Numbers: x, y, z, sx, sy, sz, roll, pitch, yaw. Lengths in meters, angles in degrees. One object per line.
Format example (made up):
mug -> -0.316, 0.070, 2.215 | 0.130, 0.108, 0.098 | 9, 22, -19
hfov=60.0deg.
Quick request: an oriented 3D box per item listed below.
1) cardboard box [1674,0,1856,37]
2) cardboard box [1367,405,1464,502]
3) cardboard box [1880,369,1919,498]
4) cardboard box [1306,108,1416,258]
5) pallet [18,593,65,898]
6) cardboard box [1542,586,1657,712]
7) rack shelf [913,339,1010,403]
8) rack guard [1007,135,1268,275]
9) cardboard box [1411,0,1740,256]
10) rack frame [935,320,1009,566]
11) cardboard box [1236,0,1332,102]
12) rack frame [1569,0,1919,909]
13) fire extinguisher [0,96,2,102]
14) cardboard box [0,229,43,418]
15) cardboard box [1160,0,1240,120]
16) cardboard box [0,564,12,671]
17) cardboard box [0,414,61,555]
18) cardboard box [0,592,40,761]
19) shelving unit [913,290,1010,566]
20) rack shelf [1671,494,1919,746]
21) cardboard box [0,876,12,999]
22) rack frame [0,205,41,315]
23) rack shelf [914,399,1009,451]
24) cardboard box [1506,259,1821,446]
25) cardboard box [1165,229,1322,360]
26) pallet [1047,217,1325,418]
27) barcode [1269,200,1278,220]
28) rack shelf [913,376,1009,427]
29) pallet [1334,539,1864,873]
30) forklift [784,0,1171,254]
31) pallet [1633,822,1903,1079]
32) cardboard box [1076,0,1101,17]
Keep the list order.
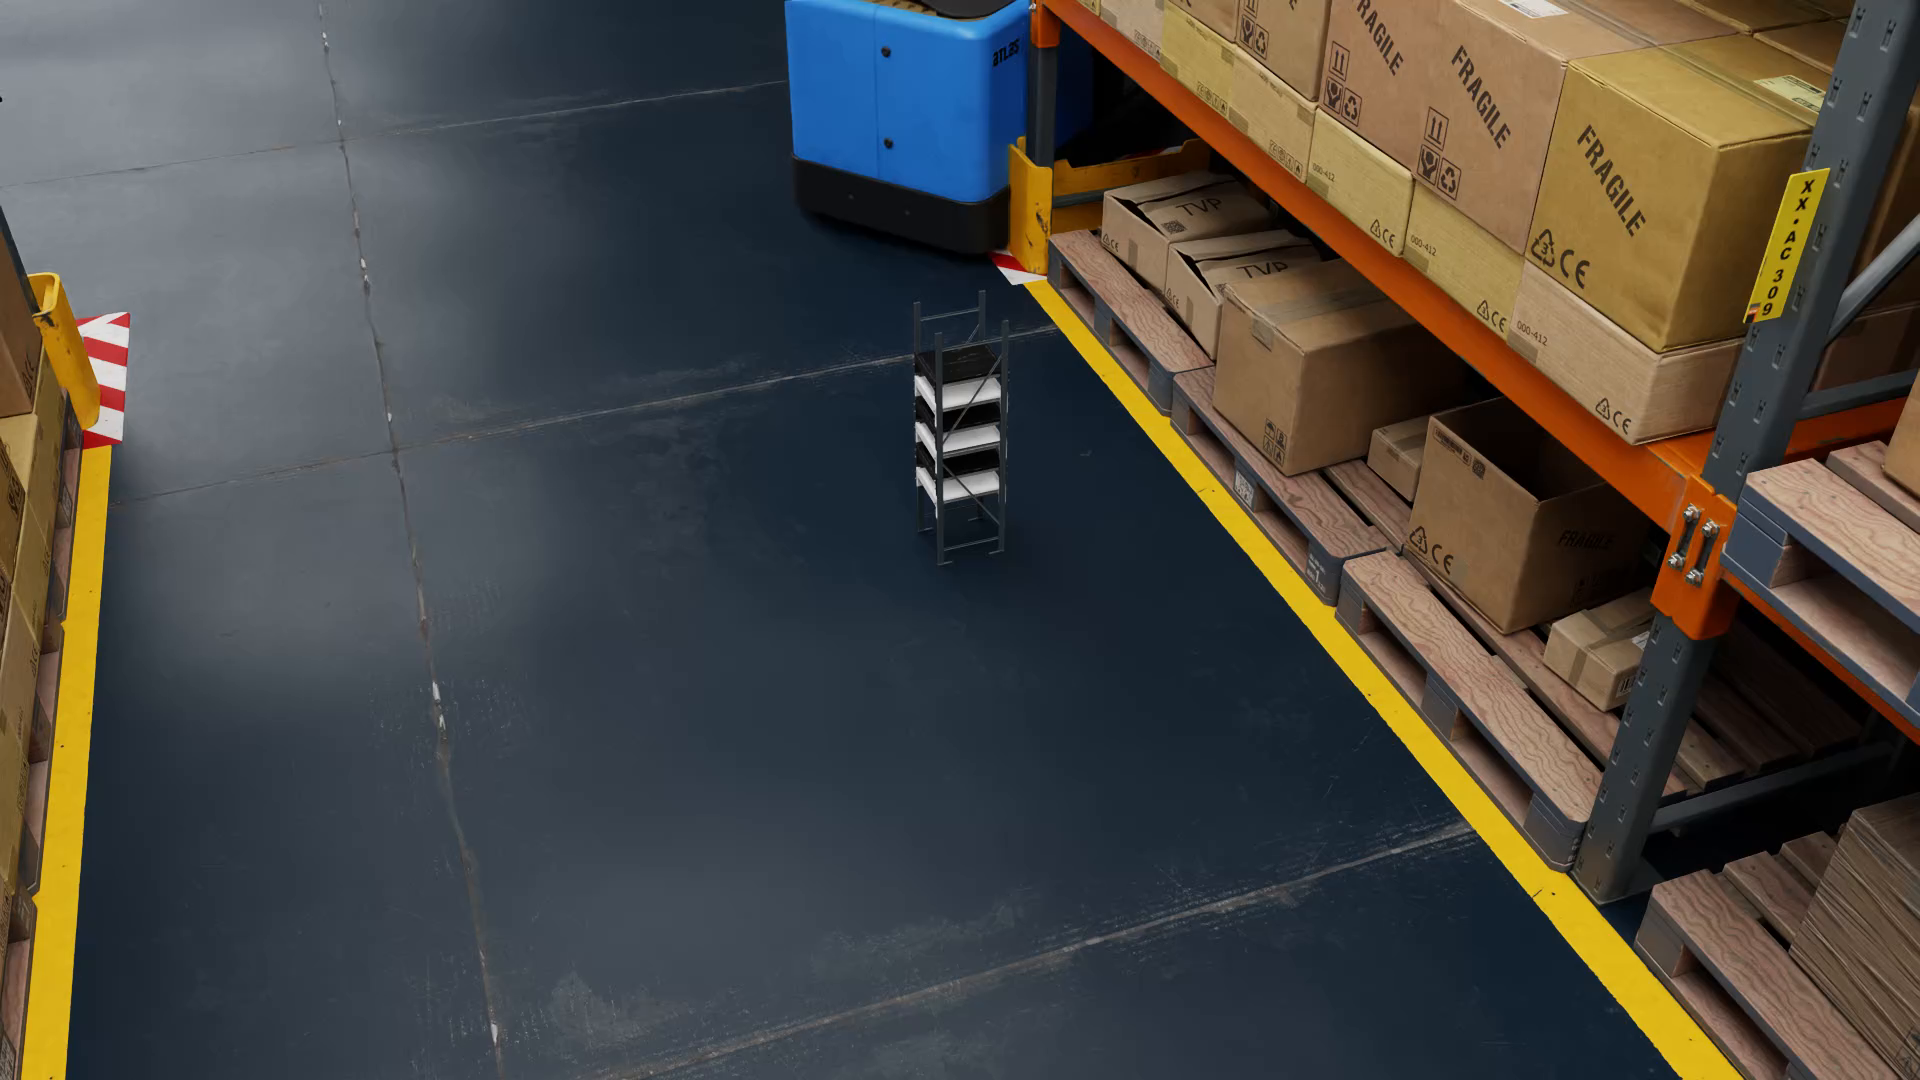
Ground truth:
cardboard box -> 2.012, -1.202, 4.337 | 0.500, 0.500, 0.500 | -13, 39, -16
cardboard box -> 1.620, -0.297, 5.655 | 0.380, 0.149, 0.250 | -16, 40, -20
cardboard box -> 2.295, -0.273, 3.171 | 0.700, 0.500, 0.500 | -12, 39, -16
cardboard box -> 1.353, -1.069, 4.784 | 0.500, 0.250, 0.500 | -13, 39, -16
pallet -> -3.156, 0.641, 4.723 | 1.003, 0.211, 1.213 | -12, 39, -16
cardboard box -> 1.940, 0.308, 4.837 | 0.380, 0.166, 0.250 | -18, 40, -22
rack shelf -> 0.003, -0.544, 5.331 | 0.258, 0.077, 0.200 | -12, 39, -16
rack guard -> 0.802, -1.570, 7.419 | 1.175, 0.500, 0.348 | -12, 39, -16
cardboard box -> 1.522, -1.084, 4.180 | 0.500, 0.500, 0.500 | -13, 39, -16
rack frame -> 0.038, -0.297, 5.397 | 0.240, 0.900, 0.006 | -12, 39, -16
cardboard box -> 1.179, -1.664, 4.951 | 0.500, 0.500, 0.500 | -11, 38, -15
rack frame -> 2.152, -0.352, 3.724 | 1.000, 3.000, 0.127 | -12, 39, -16
fire extinguisher -> -3.479, -1.716, 5.600 | 0.296, 0.674, 0.183 | -12, 39, -16
cardboard box -> -3.410, -0.712, 5.515 | 0.500, 0.500, 0.500 | -12, 39, -16
cardboard box -> 1.007, -1.639, 5.541 | 0.500, 0.250, 0.500 | -13, 39, -17
cardboard box -> -2.882, 0.133, 4.394 | 0.500, 0.500, 0.500 | -12, 39, -16
cardboard box -> -3.229, -0.132, 5.368 | 0.500, 0.250, 0.500 | -12, 39, -16
cardboard box -> -2.885, 0.433, 4.618 | 0.500, 0.250, 0.500 | -12, 39, -16
shelving unit -> 0.003, -0.355, 5.473 | 0.258, 0.900, 0.210 | -12, 39, -16
rack shelf -> 2.840, 1.065, 2.441 | 1.077, 0.370, 4.000 | -12, 39, -16
cardboard box -> -2.540, 0.998, 3.868 | 0.500, 0.250, 0.500 | -12, 39, -16
rack frame -> -3.874, -1.584, 5.360 | 1.000, 3.000, 0.127 | -12, 39, -16
rack shelf -> 0.003, -0.400, 5.439 | 0.258, 0.077, 0.200 | -12, 39, -16
cardboard box -> 1.704, -0.505, 4.035 | 0.500, 0.250, 0.500 | -12, 39, -16
cardboard box -> 1.125, -0.982, 6.430 | 0.500, 0.311, 0.500 | -9, 38, -12
pallet -> 1.048, -0.989, 6.887 | 1.003, 0.211, 1.213 | -12, 39, -16
barcode -> 1.311, -1.380, 6.951 | 0.001, 0.075, 0.075 | -12, 39, -16
rack shelf -> 0.003, -0.472, 5.385 | 0.258, 0.077, 0.200 | -12, 39, -16
pallet -> 1.888, 0.390, 5.057 | 1.003, 0.211, 1.213 | -12, 39, -16
forklift -> 0.425, -3.284, 7.674 | 1.130, 2.935, 3.031 | 20, 41, 25
pallet -> 2.421, 1.201, 3.980 | 1.003, 0.211, 1.213 | -12, 39, -16
cardboard box -> 0.645, -2.218, 6.310 | 0.500, 0.250, 0.500 | -14, 39, -17
